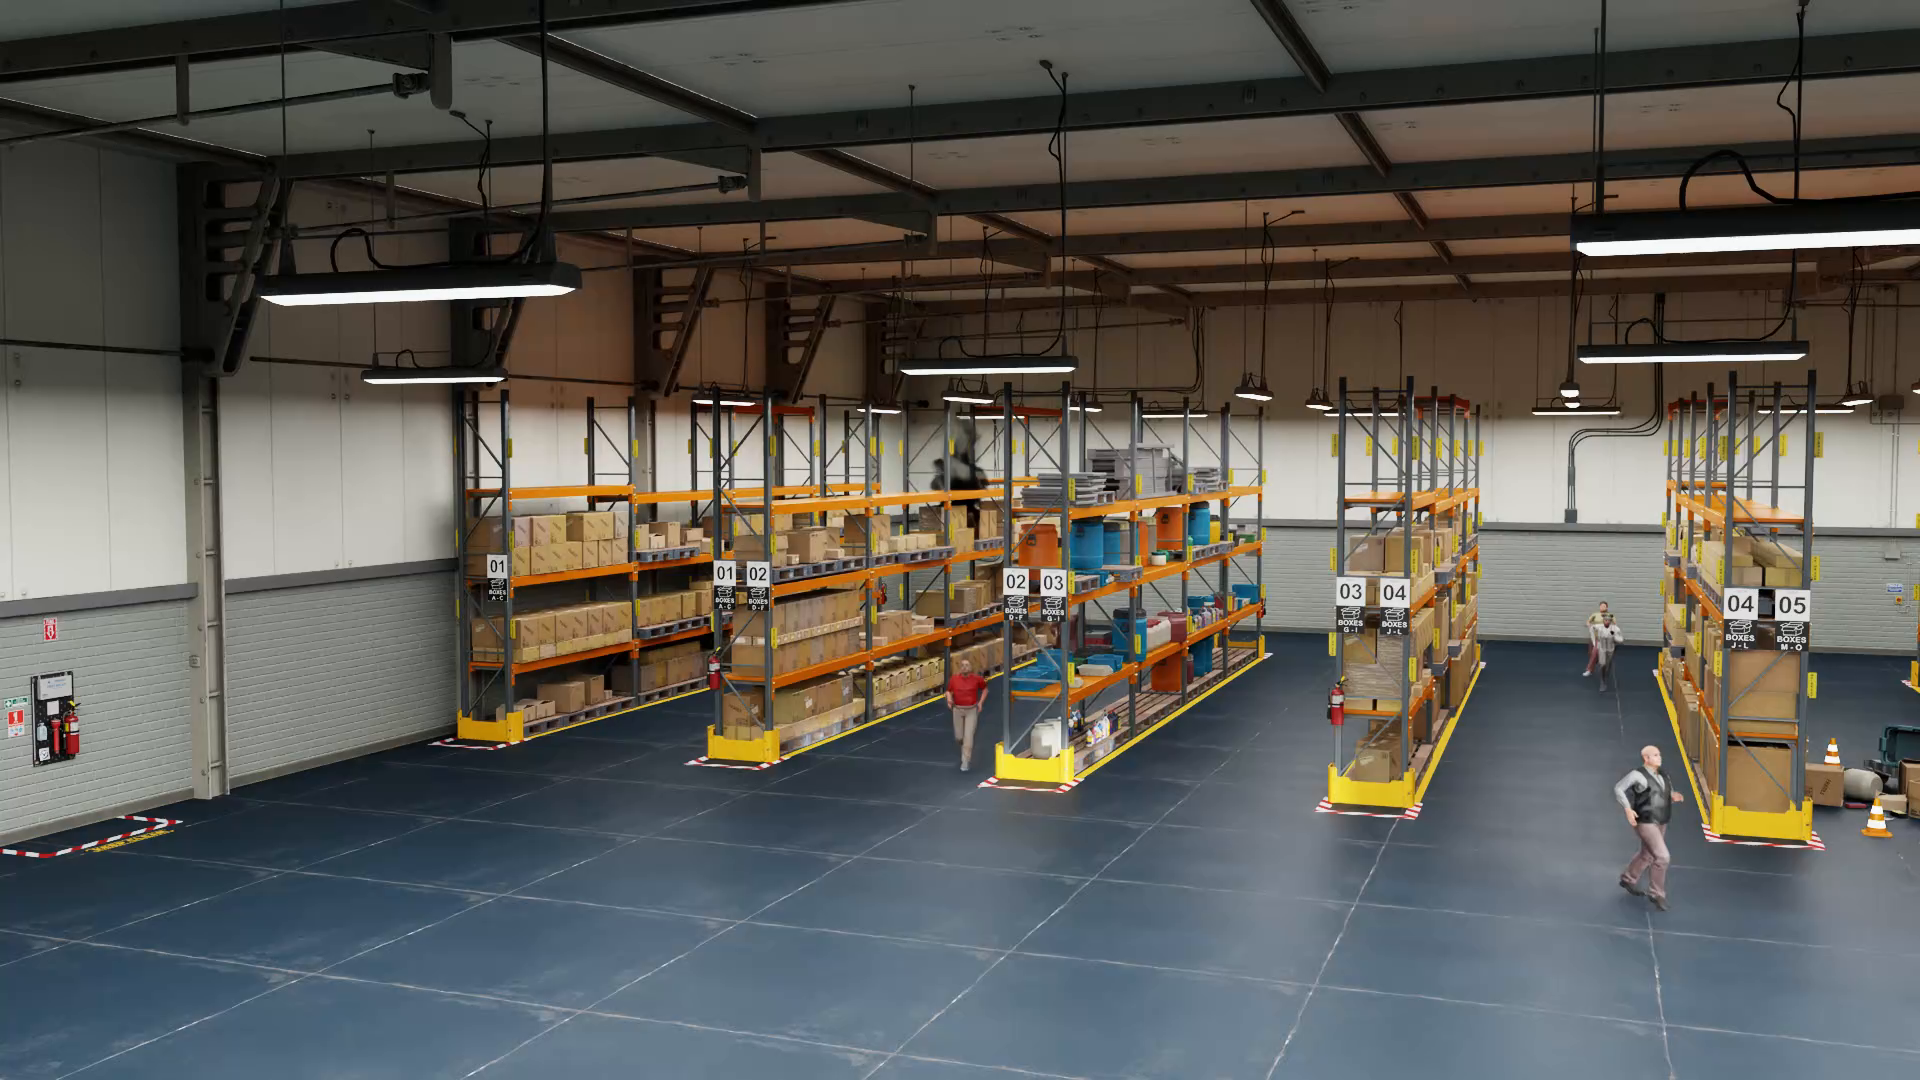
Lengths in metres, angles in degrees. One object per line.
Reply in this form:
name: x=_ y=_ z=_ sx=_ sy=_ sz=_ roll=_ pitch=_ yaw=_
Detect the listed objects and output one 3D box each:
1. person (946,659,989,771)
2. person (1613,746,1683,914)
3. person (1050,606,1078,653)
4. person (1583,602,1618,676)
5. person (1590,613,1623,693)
person: x=0.101 y=2.721 z=26.177 sx=0.664 sy=1.714 sz=0.863 roll=1 pitch=3 yaw=11
person: x=7.542 y=3.137 z=18.192 sx=0.630 sy=1.780 sz=0.776 roll=-2 pitch=4 yaw=-35
person: x=2.257 y=2.188 z=35.125 sx=0.710 sy=1.784 sz=1.005 roll=0 pitch=3 yaw=9
person: x=14.062 y=2.161 z=36.541 sx=0.638 sy=1.628 sz=0.928 roll=2 pitch=4 yaw=37
person: x=13.250 y=2.298 z=34.115 sx=0.603 sy=1.653 sz=0.887 roll=1 pitch=3 yaw=13
